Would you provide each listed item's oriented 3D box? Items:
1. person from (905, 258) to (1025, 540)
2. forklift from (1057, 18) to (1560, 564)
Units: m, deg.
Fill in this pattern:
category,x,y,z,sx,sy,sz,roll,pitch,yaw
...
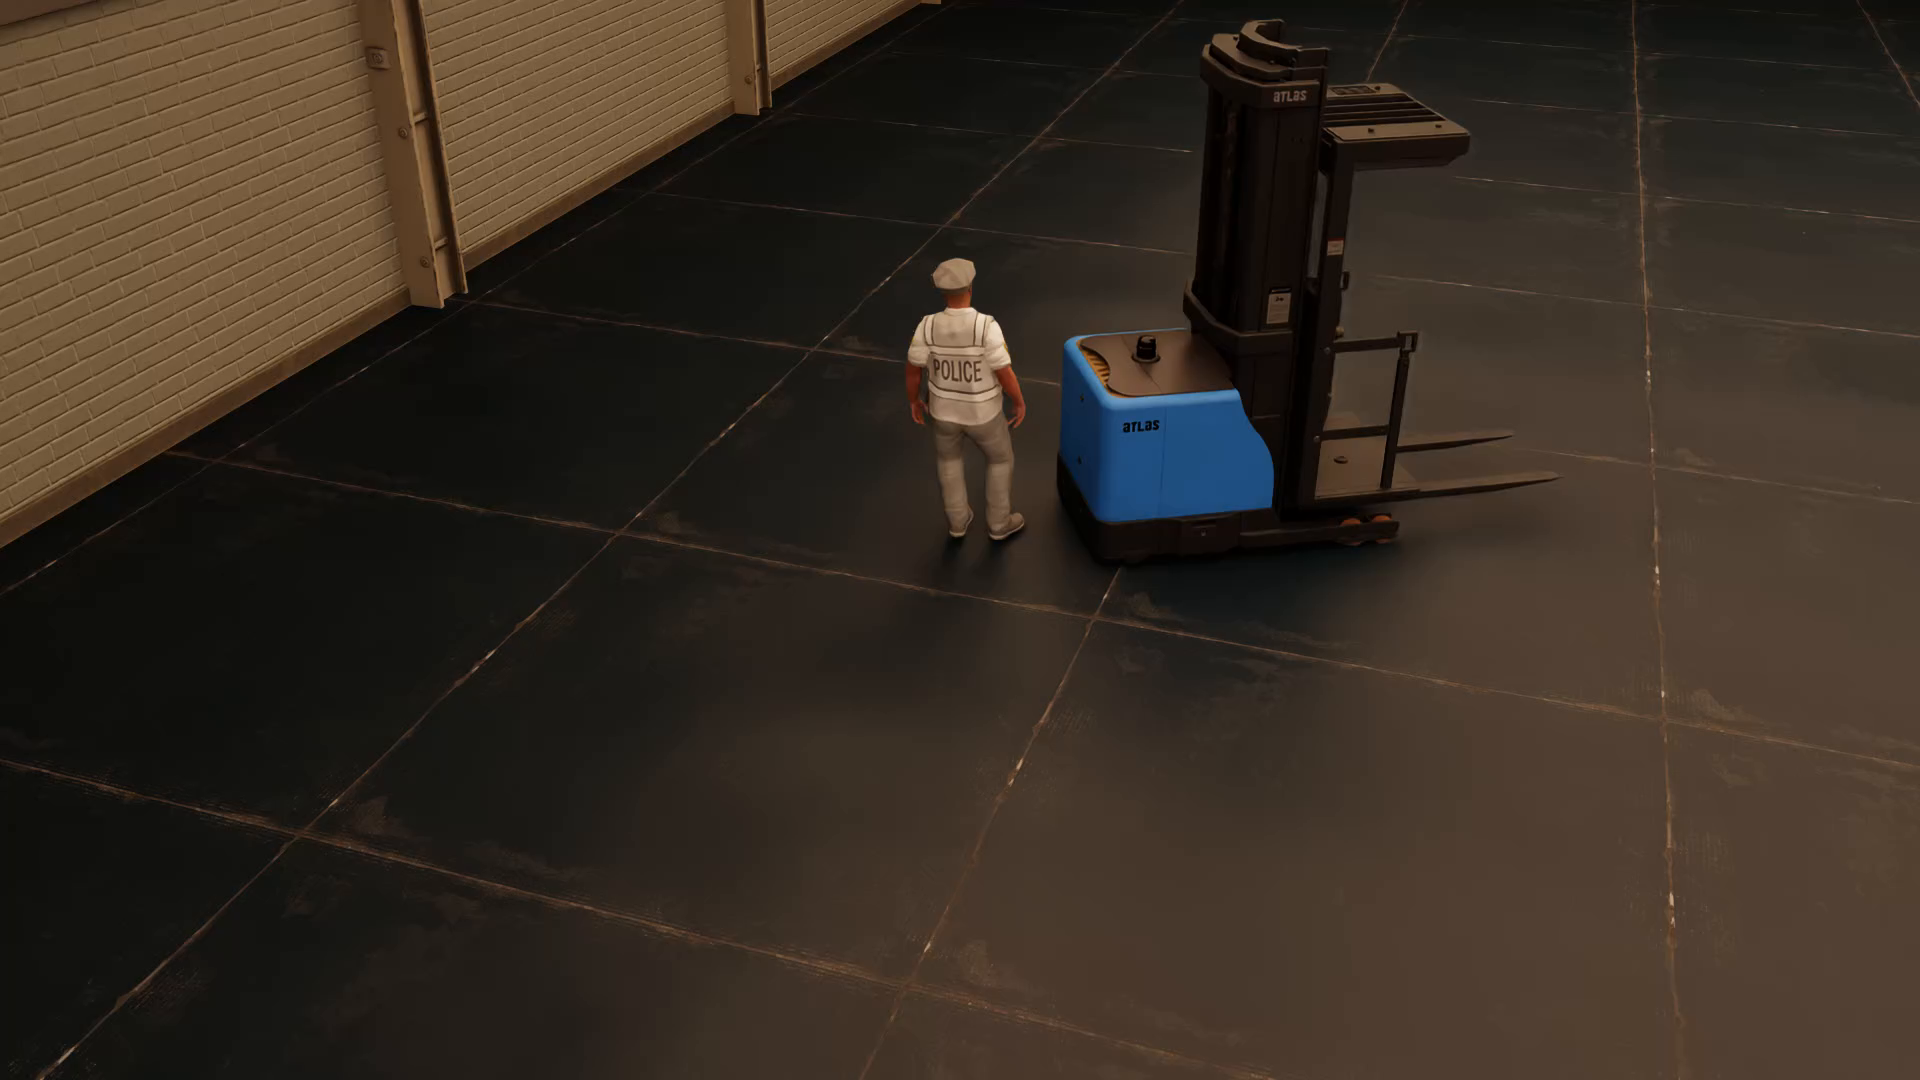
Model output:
category,x,y,z,sx,sy,sz,roll,pitch,yaw
person,0.049,-0.811,9.748,0.691,1.757,0.484,8,31,14
forklift,2.182,-1.487,9.744,3.031,2.935,1.130,-6,30,-10
